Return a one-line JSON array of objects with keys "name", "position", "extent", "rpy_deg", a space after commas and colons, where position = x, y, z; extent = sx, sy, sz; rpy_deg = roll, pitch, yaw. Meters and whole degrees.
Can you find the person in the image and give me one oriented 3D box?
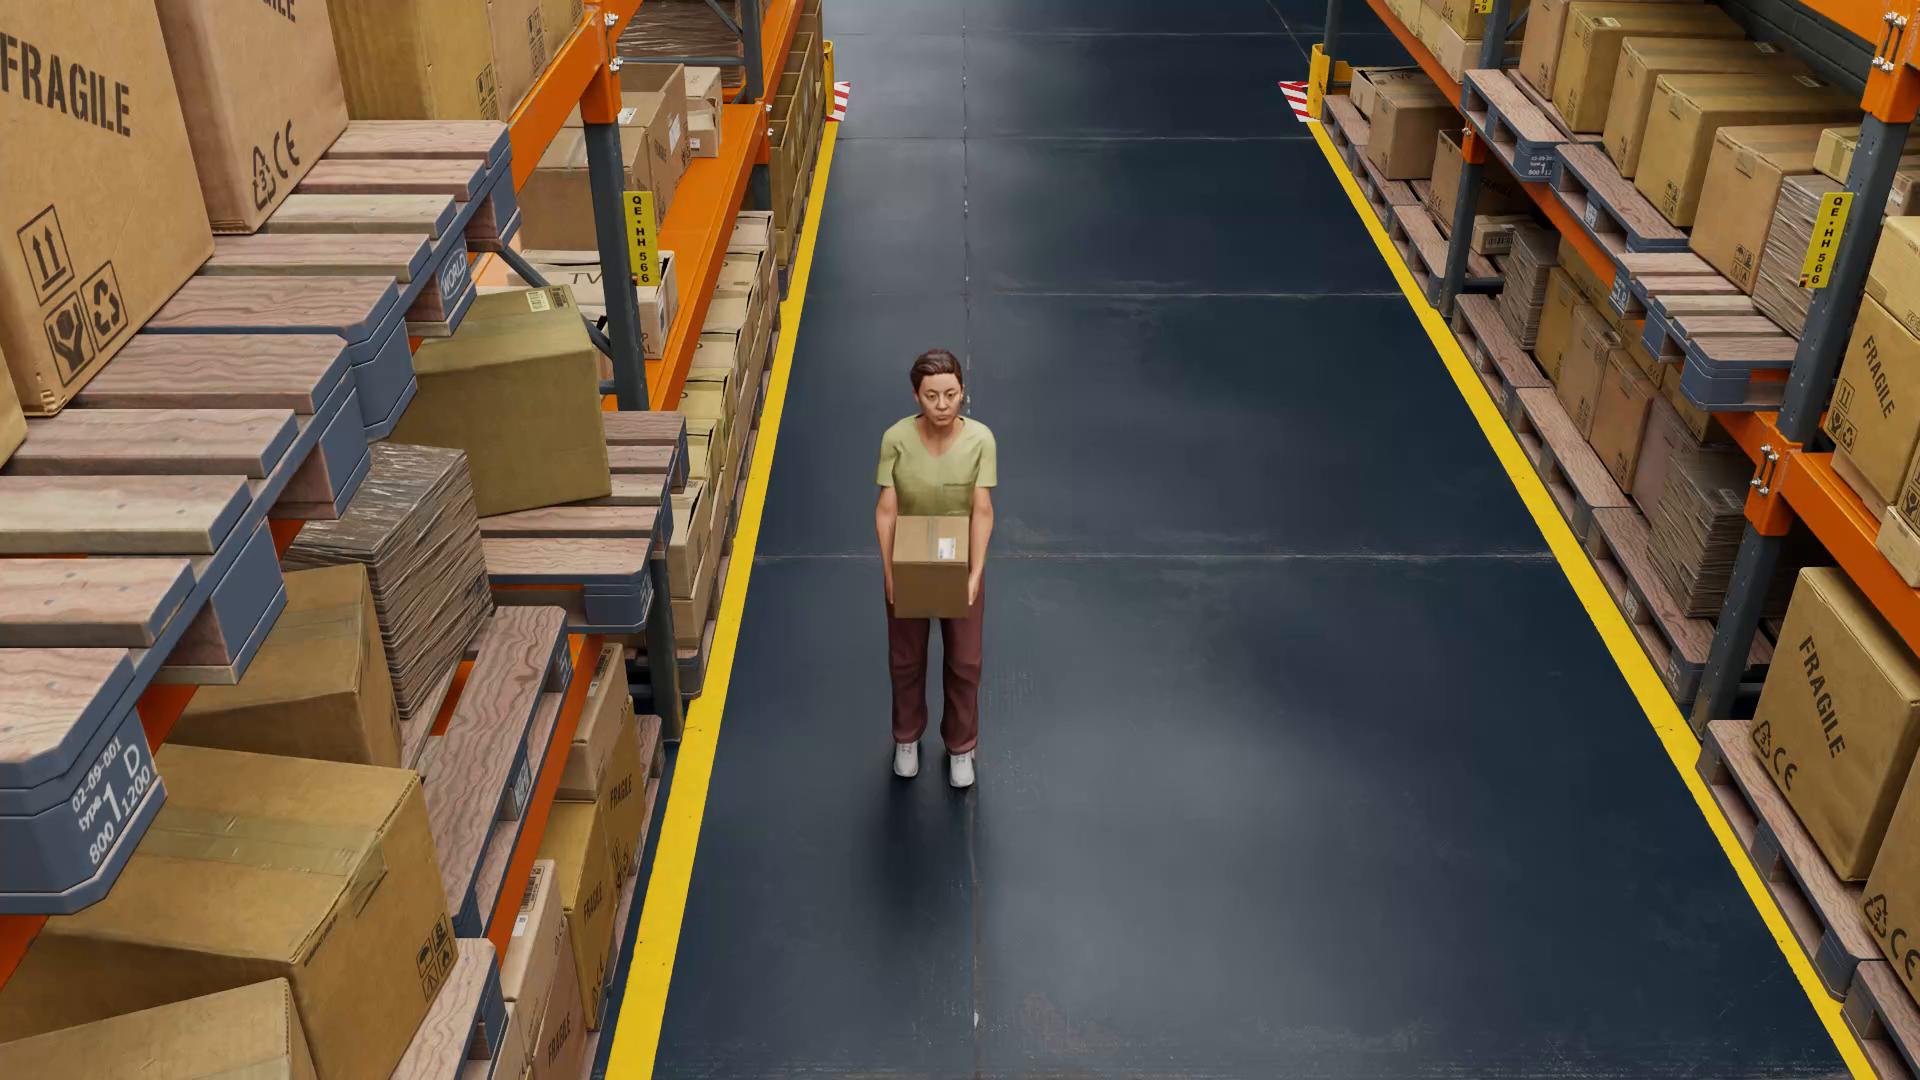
[{"name": "person", "position": [-0.086, 0.150, 5.922], "extent": [0.426, 1.647, 0.544], "rpy_deg": [1, 32, 1]}]
